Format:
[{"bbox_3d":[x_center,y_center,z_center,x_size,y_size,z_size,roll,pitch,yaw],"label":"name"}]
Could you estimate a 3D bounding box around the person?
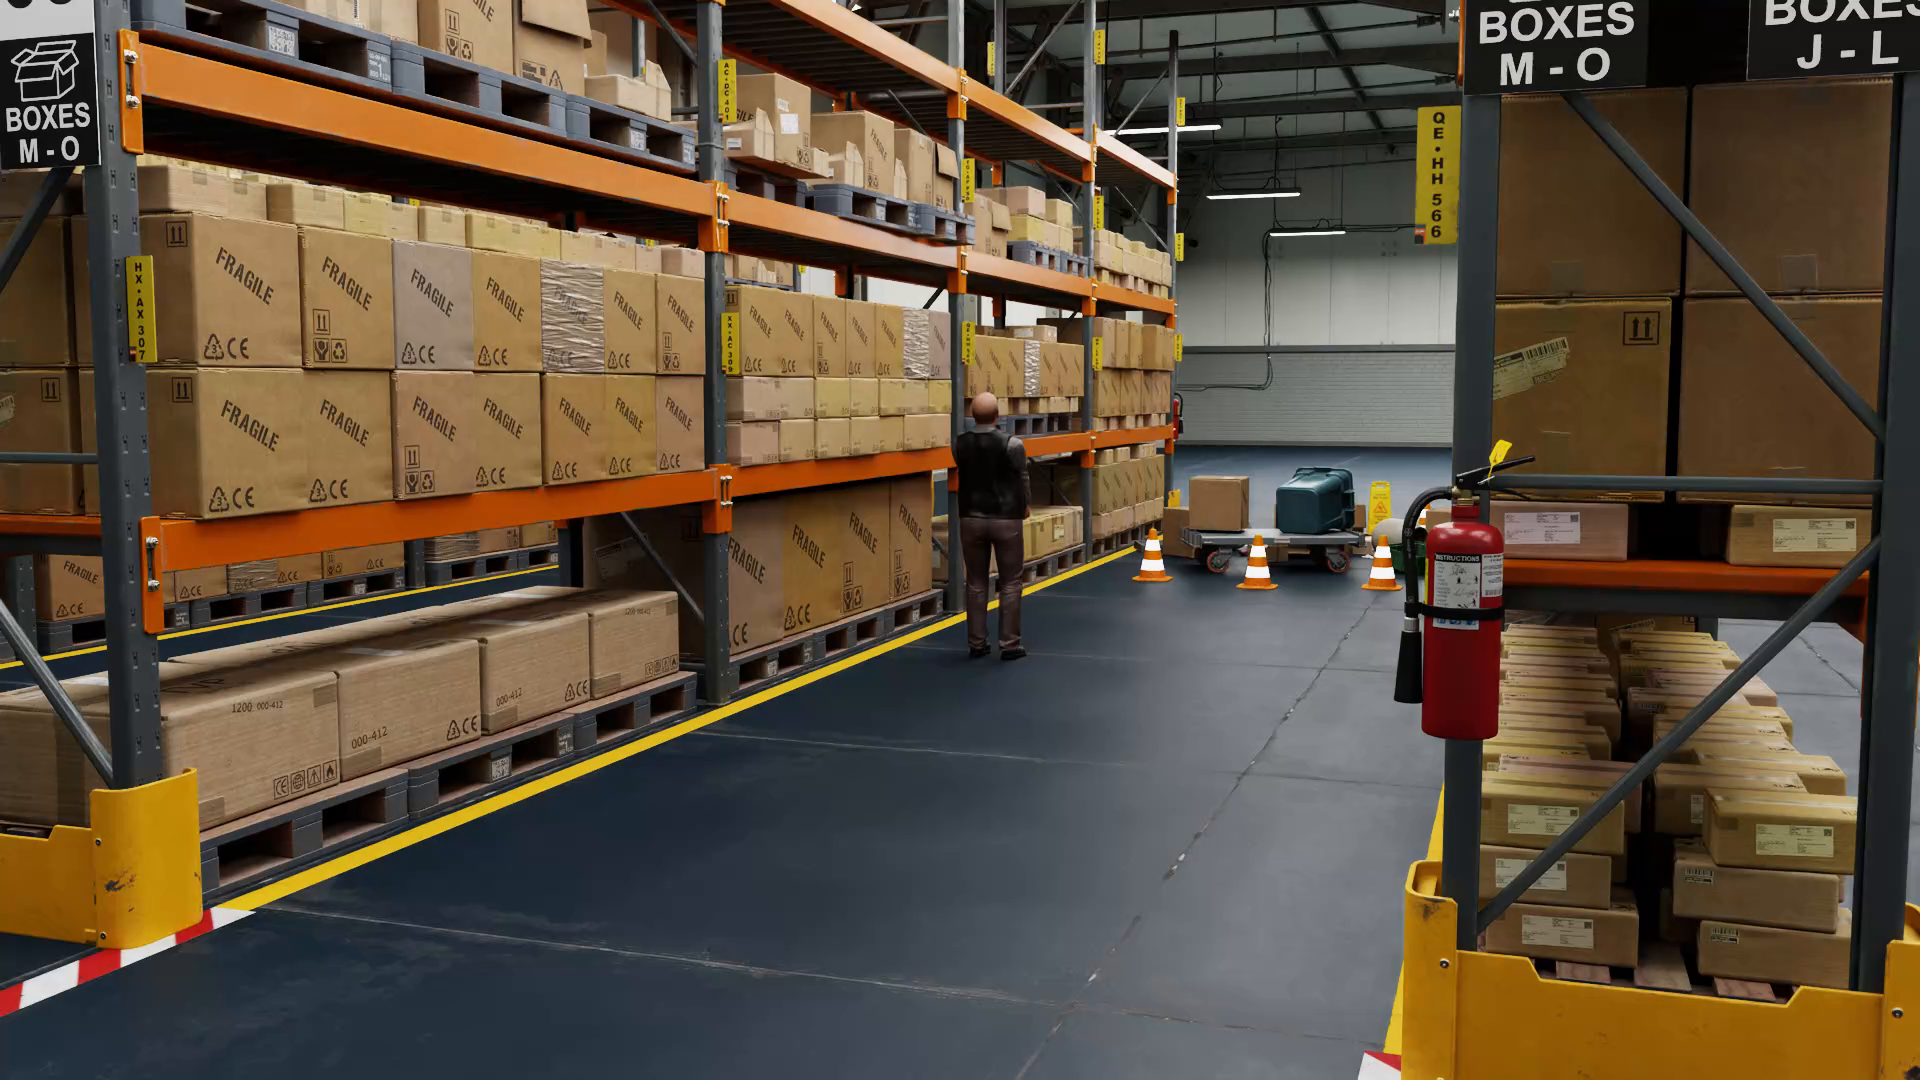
[{"bbox_3d":[0.218,-0.064,10.797,0.494,1.637,0.551,2,5,19],"label":"person"}]
